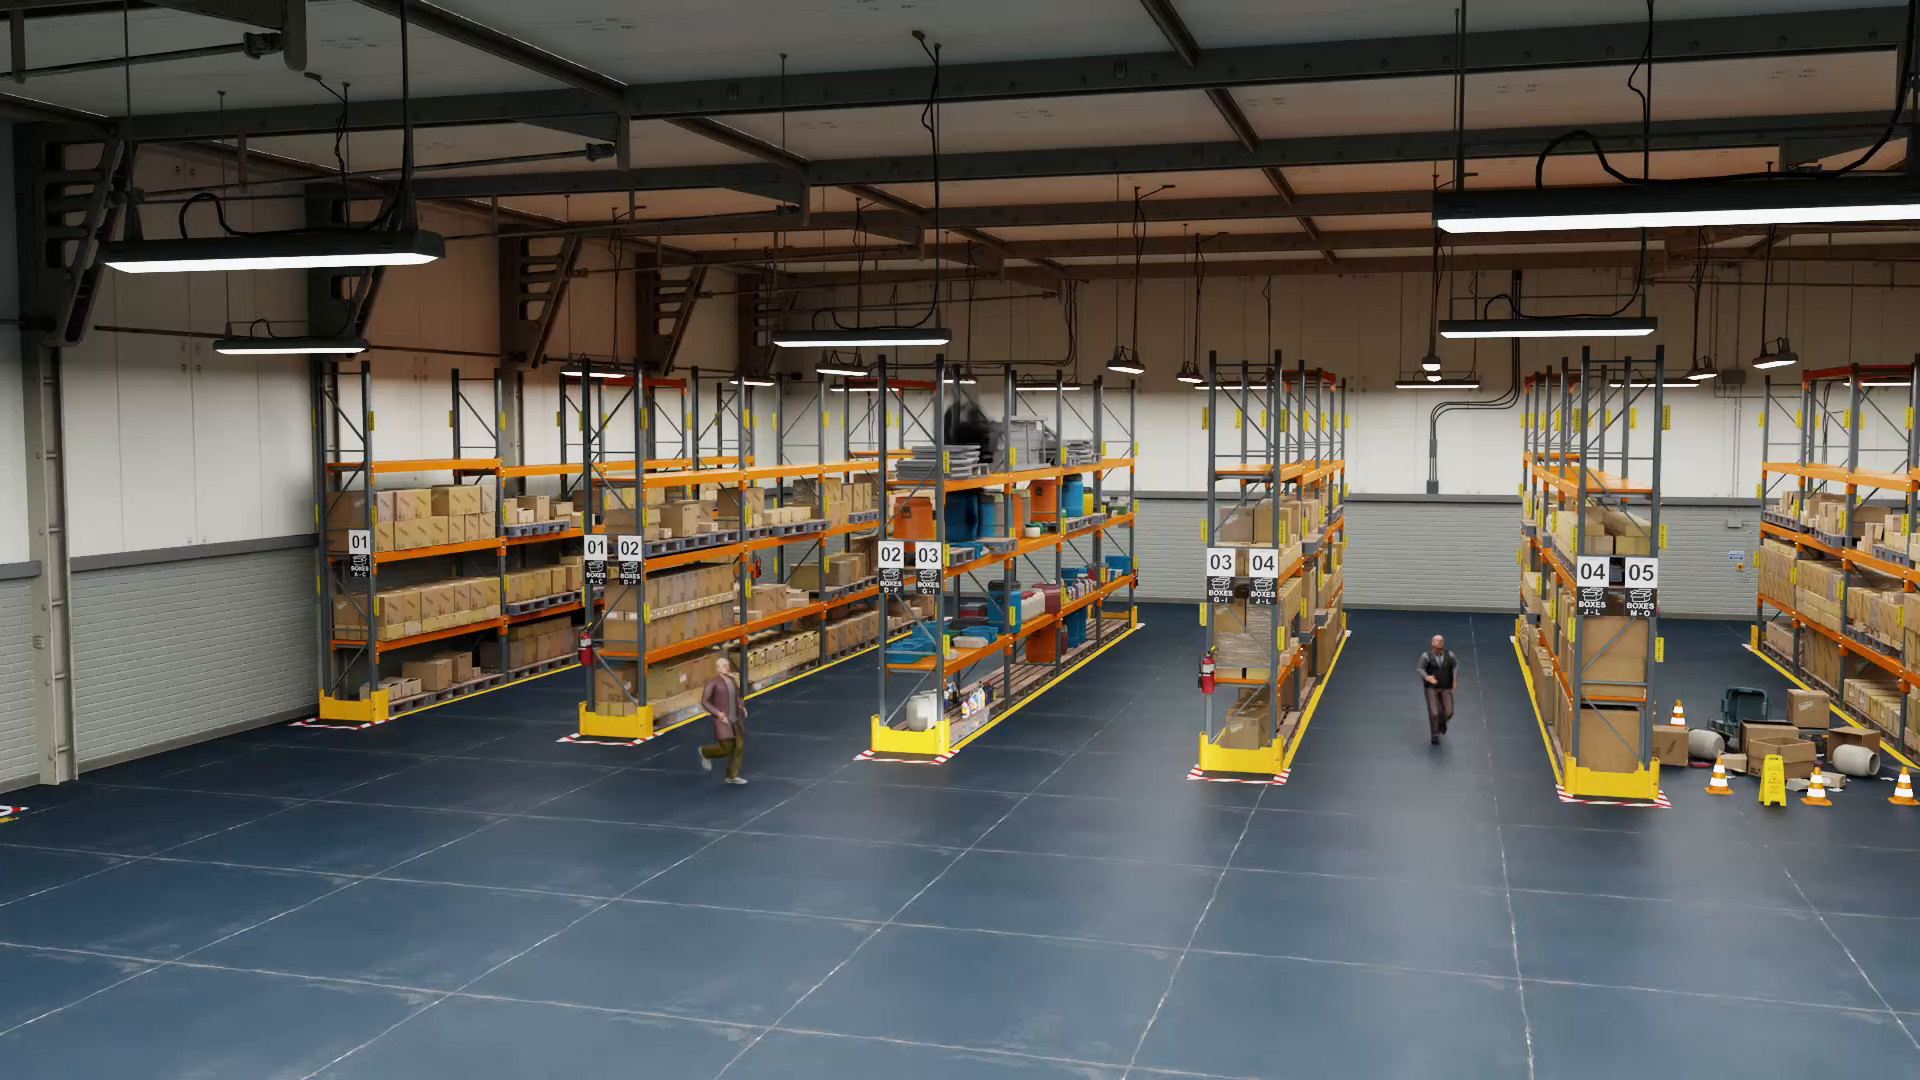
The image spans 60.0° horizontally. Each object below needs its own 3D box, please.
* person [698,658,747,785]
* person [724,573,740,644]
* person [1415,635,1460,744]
[{"bbox_3d":[-3.252,2.501,23.034,0.825,1.737,0.723,3,5,39],"label":"person"},{"bbox_3d":[-5.096,1.539,36.851,0.543,1.714,0.801,0,4,6],"label":"person"},{"bbox_3d":[7.432,2.319,25.822,0.698,1.687,0.591,0,4,4],"label":"person"}]
